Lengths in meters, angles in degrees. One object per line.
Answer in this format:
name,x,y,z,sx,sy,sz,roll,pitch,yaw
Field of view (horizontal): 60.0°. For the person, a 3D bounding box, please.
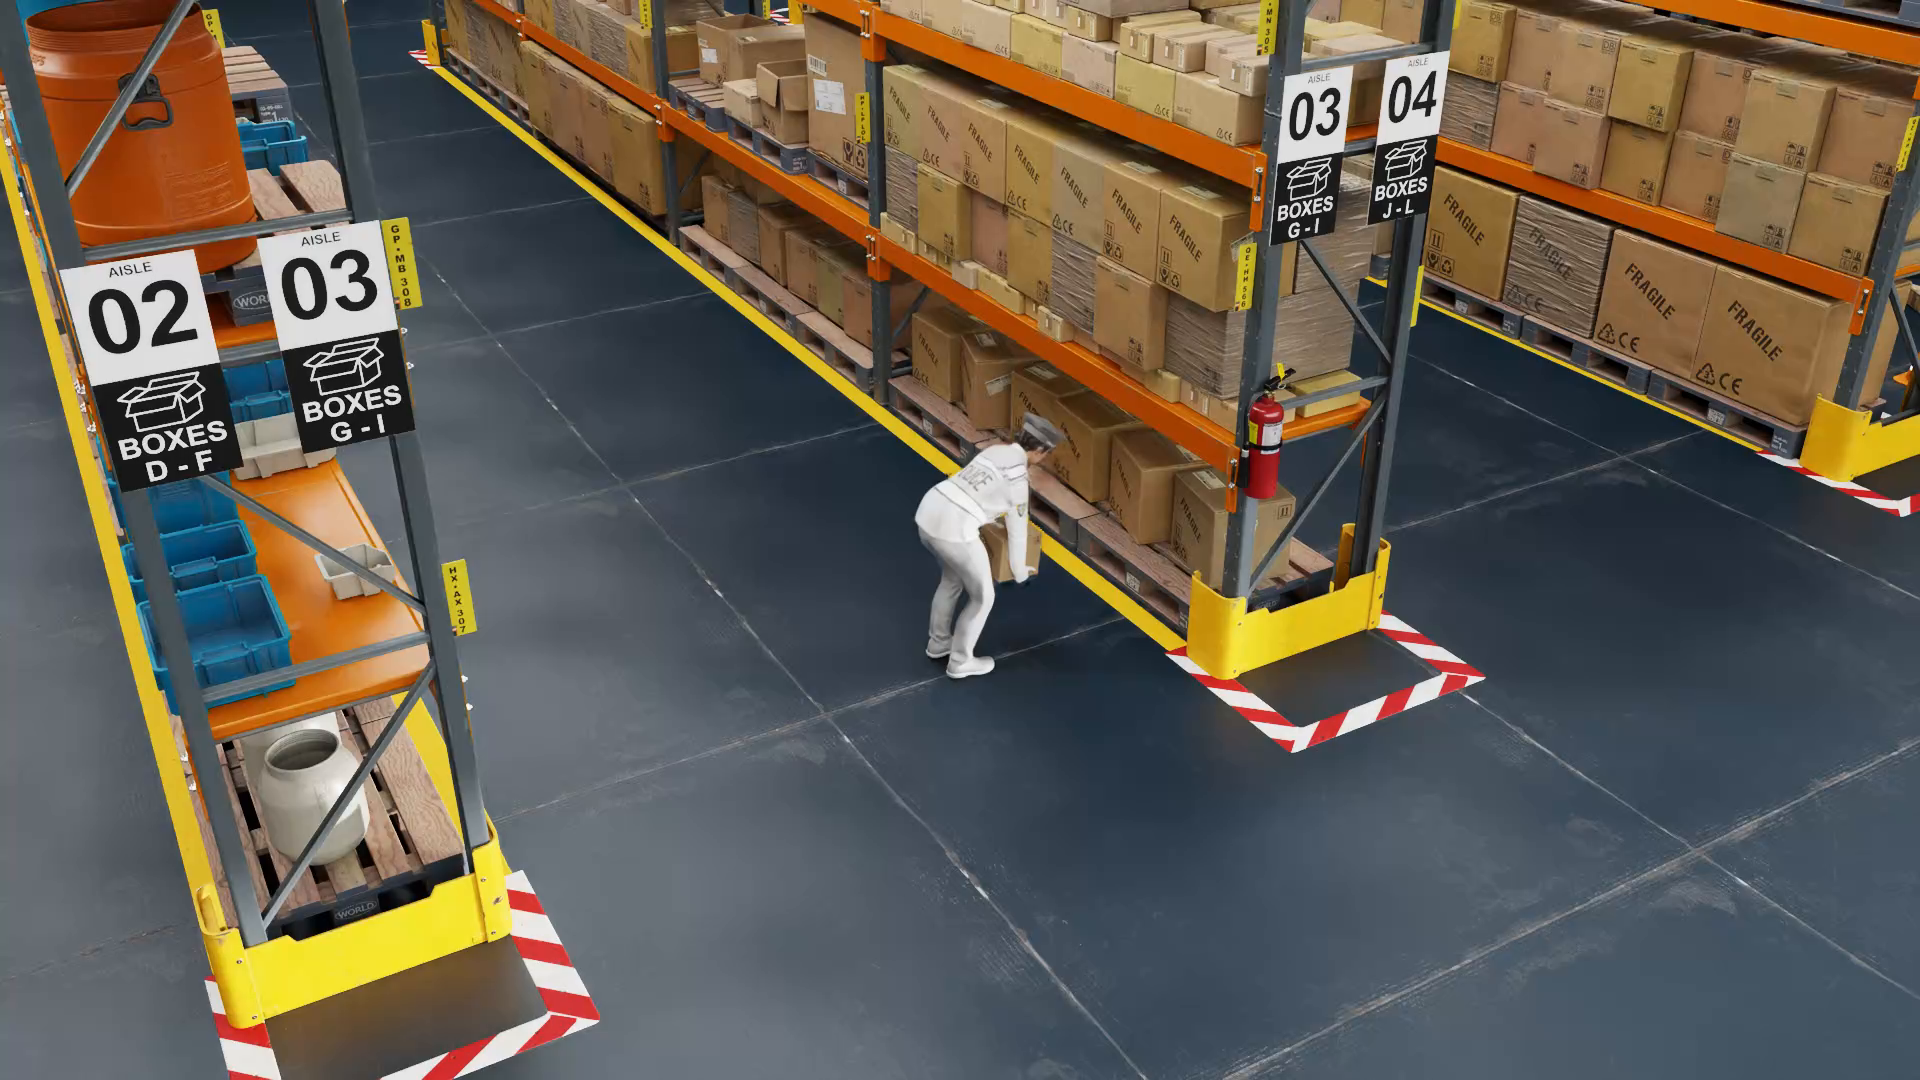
person,0.174,0.014,8.841,0.855,1.367,0.404,-17,33,-27
